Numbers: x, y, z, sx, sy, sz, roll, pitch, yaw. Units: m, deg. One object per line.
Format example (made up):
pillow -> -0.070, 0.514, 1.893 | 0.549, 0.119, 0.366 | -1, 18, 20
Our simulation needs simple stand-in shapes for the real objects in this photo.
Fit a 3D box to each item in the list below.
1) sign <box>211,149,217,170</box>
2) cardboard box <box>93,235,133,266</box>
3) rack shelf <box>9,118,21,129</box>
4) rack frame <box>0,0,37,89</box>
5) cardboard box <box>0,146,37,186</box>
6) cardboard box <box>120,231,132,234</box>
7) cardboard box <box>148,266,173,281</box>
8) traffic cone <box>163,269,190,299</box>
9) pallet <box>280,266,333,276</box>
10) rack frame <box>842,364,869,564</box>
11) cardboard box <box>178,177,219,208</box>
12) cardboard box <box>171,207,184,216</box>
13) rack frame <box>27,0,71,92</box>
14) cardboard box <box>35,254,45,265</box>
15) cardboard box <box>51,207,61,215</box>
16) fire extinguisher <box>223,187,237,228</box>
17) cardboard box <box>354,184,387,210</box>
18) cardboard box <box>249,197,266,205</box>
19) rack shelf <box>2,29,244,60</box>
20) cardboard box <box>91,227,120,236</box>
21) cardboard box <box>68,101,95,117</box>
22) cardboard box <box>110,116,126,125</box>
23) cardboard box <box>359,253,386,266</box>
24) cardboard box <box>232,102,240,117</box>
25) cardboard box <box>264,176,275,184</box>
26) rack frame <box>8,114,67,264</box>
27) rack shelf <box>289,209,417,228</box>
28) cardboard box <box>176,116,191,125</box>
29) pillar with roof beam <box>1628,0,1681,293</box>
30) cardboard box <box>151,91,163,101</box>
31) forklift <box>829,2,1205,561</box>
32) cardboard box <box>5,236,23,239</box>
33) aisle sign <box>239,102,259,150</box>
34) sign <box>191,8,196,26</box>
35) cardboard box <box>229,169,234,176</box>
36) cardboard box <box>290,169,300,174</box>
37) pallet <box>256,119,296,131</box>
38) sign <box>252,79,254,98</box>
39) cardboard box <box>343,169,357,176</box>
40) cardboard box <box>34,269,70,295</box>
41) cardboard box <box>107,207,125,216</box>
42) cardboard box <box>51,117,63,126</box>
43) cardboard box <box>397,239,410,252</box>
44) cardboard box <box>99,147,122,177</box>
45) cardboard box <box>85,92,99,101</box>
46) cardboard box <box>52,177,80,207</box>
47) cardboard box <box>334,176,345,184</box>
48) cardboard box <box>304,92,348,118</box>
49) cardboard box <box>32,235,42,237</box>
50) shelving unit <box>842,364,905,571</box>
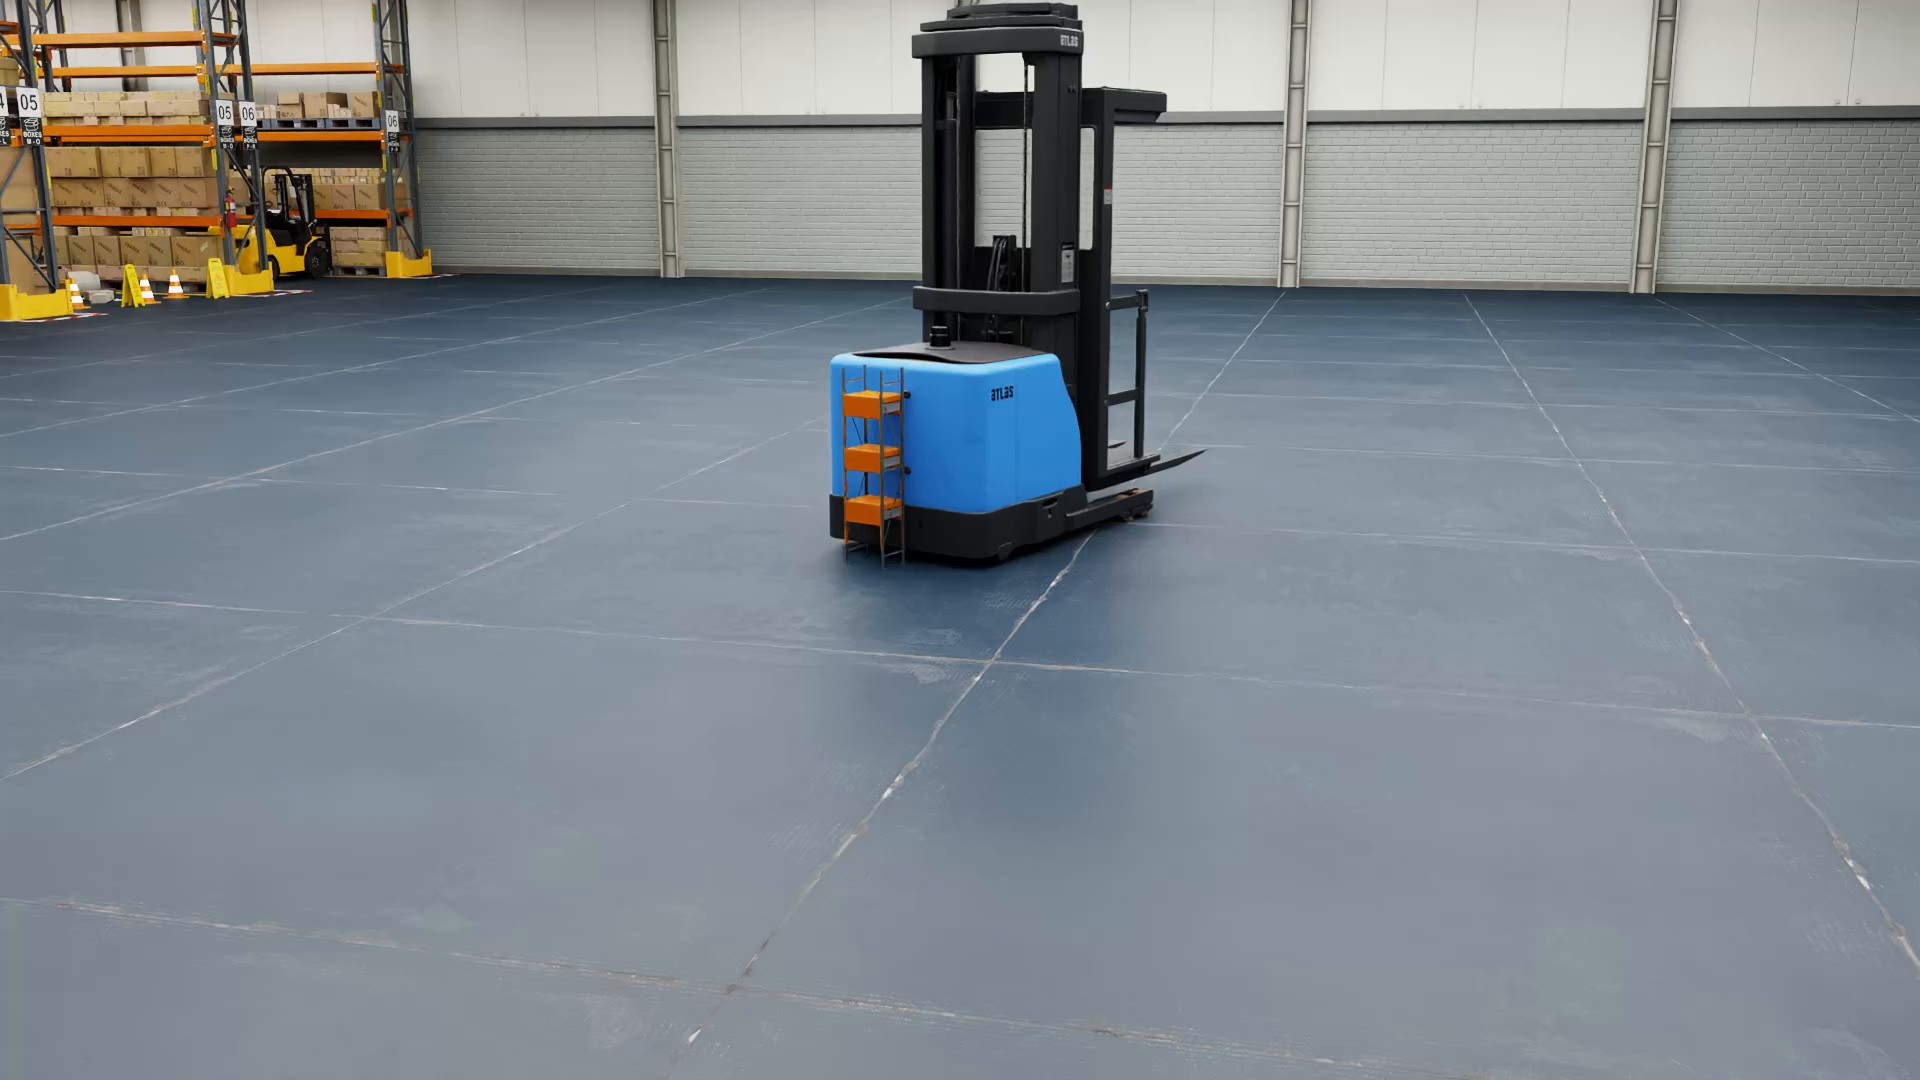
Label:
sign -> -12.395, -6.326, 27.643 | 0.005, 0.325, 0.100 | 3, 13, 14
cardboard box -> -14.592, -5.019, 28.800 | 0.500, 0.500, 0.500 | 4, 13, 16
rack shelf -> -15.272, -5.893, 23.830 | 4.000, 0.370, 1.077 | 3, 13, 14
rack frame -> -13.330, -7.605, 22.959 | 0.127, 3.000, 1.000 | 3, 13, 14
cardboard box -> -13.681, -5.304, 23.599 | 0.550, 0.550, 0.875 | 3, 13, 14
cardboard box -> -16.932, -6.125, 34.651 | 0.625, 0.625, 0.875 | 3, 13, 11
cardboard box -> -13.593, -4.599, 28.639 | 0.500, 0.250, 0.500 | 3, 13, 14
traffic cone -> -12.969, -4.235, 27.477 | 0.334, 0.463, 0.336 | 3, 13, 14
pallet -> -12.990, -5.500, 33.758 | 1.213, 0.211, 1.003 | 3, 13, 14
rack frame -> -0.555, -0.400, 8.837 | 0.008, 1.050, 0.200 | 8, 15, 33
cardboard box -> -12.835, -5.886, 28.147 | 0.500, 0.500, 0.500 | 3, 13, 13
cardboard box -> -13.173, -5.582, 28.271 | 0.250, 0.149, 0.380 | 3, 13, 13
rack frame -> -18.824, -10.110, 34.251 | 0.127, 3.000, 1.000 | 3, 13, 14
cardboard box -> -16.636, -4.879, 29.619 | 0.625, 0.372, 0.950 | 3, 13, 14
cardboard box -> -15.639, -5.721, 28.899 | 0.250, 0.149, 0.380 | 3, 13, 15
fire extinguisher -> -12.242, -5.582, 27.869 | 0.183, 0.674, 0.296 | 3, 13, 14
cardboard box -> -11.598, -6.785, 32.885 | 0.500, 0.500, 0.500 | 3, 13, 12
cardboard box -> -14.062, -6.921, 33.497 | 0.500, 0.500, 0.500 | 3, 13, 15
rack shelf -> -14.184, -8.402, 28.221 | 4.000, 0.370, 1.077 | 3, 13, 14
cardboard box -> -14.749, -5.329, 28.702 | 0.250, 0.149, 0.380 | 4, 13, 17
cardboard box -> -14.778, -7.332, 28.315 | 0.500, 0.250, 0.500 | 3, 13, 14
cardboard box -> -14.158, -7.094, 28.162 | 0.250, 0.149, 0.380 | 3, 13, 13
cardboard box -> -11.589, -5.587, 33.093 | 0.500, 0.250, 0.500 | 3, 13, 14
cardboard box -> -12.667, -7.341, 28.354 | 0.500, 0.250, 0.500 | 3, 13, 13
cardboard box -> -13.706, -7.204, 33.276 | 0.250, 0.149, 0.380 | 3, 13, 13
rack frame -> -16.126, -5.930, 29.260 | 0.127, 3.000, 1.000 | 3, 13, 14
rack shelf -> -12.999, -6.519, 33.576 | 4.000, 0.370, 1.077 | 3, 13, 14
cardboard box -> -12.905, -7.030, 27.872 | 0.250, 0.149, 0.380 | 3, 13, 14
pillar with roof beam -> 10.753, -7.770, 23.703 | 0.400, 9.000, 9.100 | 3, 13, 14
cardboard box -> -13.369, -7.464, 27.987 | 0.250, 0.149, 0.380 | 3, 13, 14
forklift -> 0.520, -1.589, 9.854 | 1.130, 2.935, 3.031 | 8, 15, 33
cardboard box -> -19.769, -6.171, 35.148 | 0.500, 0.500, 0.500 | 3, 13, 13
aisle sign -> -12.108, -7.053, 28.322 | 0.004, 0.787, 0.394 | 3, 13, 14
sign -> -15.059, -10.283, 32.689 | 0.005, 0.325, 0.100 | 3, 13, 14
cardboard box -> -14.702, -7.406, 33.496 | 0.250, 0.149, 0.380 | 3, 13, 15
cardboard box -> -13.186, -7.346, 33.229 | 0.250, 0.149, 0.380 | 3, 13, 14
pallet -> -14.106, -8.356, 33.475 | 1.213, 0.211, 1.003 | 3, 13, 14
sign -> -12.113, -7.727, 28.419 | 0.005, 0.325, 0.100 | 3, 13, 14
cardboard box -> -11.963, -7.265, 32.864 | 0.250, 0.149, 0.380 | 3, 13, 15
cardboard box -> -14.554, -4.062, 26.606 | 0.637, 0.503, 0.797 | -6, 14, -25
cardboard box -> -14.406, -5.648, 28.569 | 0.250, 0.149, 0.380 | 3, 13, 13
cardboard box -> -15.374, -7.189, 28.589 | 0.250, 0.149, 0.380 | 3, 13, 14
cardboard box -> -11.464, -5.941, 33.535 | 0.500, 0.250, 0.500 | 3, 13, 15
cardboard box -> -14.251, -6.473, 28.481 | 0.500, 0.500, 0.700 | 3, 13, 13
cardboard box -> -14.621, -7.520, 28.240 | 0.250, 0.149, 0.380 | 3, 13, 13
cardboard box -> -15.273, -6.021, 28.754 | 0.500, 0.500, 0.500 | 3, 13, 13
cardboard box -> -12.191, -7.139, 32.983 | 0.250, 0.149, 0.380 | 3, 13, 13
cardboard box -> -12.515, -8.579, 32.845 | 0.500, 0.500, 0.700 | 3, 13, 14
cardboard box -> -19.364, -6.455, 34.932 | 0.250, 0.149, 0.380 | 2, 13, 11
shelving unit -> -0.454, -0.385, 8.770 | 0.252, 1.050, 0.215 | 8, 15, 33
